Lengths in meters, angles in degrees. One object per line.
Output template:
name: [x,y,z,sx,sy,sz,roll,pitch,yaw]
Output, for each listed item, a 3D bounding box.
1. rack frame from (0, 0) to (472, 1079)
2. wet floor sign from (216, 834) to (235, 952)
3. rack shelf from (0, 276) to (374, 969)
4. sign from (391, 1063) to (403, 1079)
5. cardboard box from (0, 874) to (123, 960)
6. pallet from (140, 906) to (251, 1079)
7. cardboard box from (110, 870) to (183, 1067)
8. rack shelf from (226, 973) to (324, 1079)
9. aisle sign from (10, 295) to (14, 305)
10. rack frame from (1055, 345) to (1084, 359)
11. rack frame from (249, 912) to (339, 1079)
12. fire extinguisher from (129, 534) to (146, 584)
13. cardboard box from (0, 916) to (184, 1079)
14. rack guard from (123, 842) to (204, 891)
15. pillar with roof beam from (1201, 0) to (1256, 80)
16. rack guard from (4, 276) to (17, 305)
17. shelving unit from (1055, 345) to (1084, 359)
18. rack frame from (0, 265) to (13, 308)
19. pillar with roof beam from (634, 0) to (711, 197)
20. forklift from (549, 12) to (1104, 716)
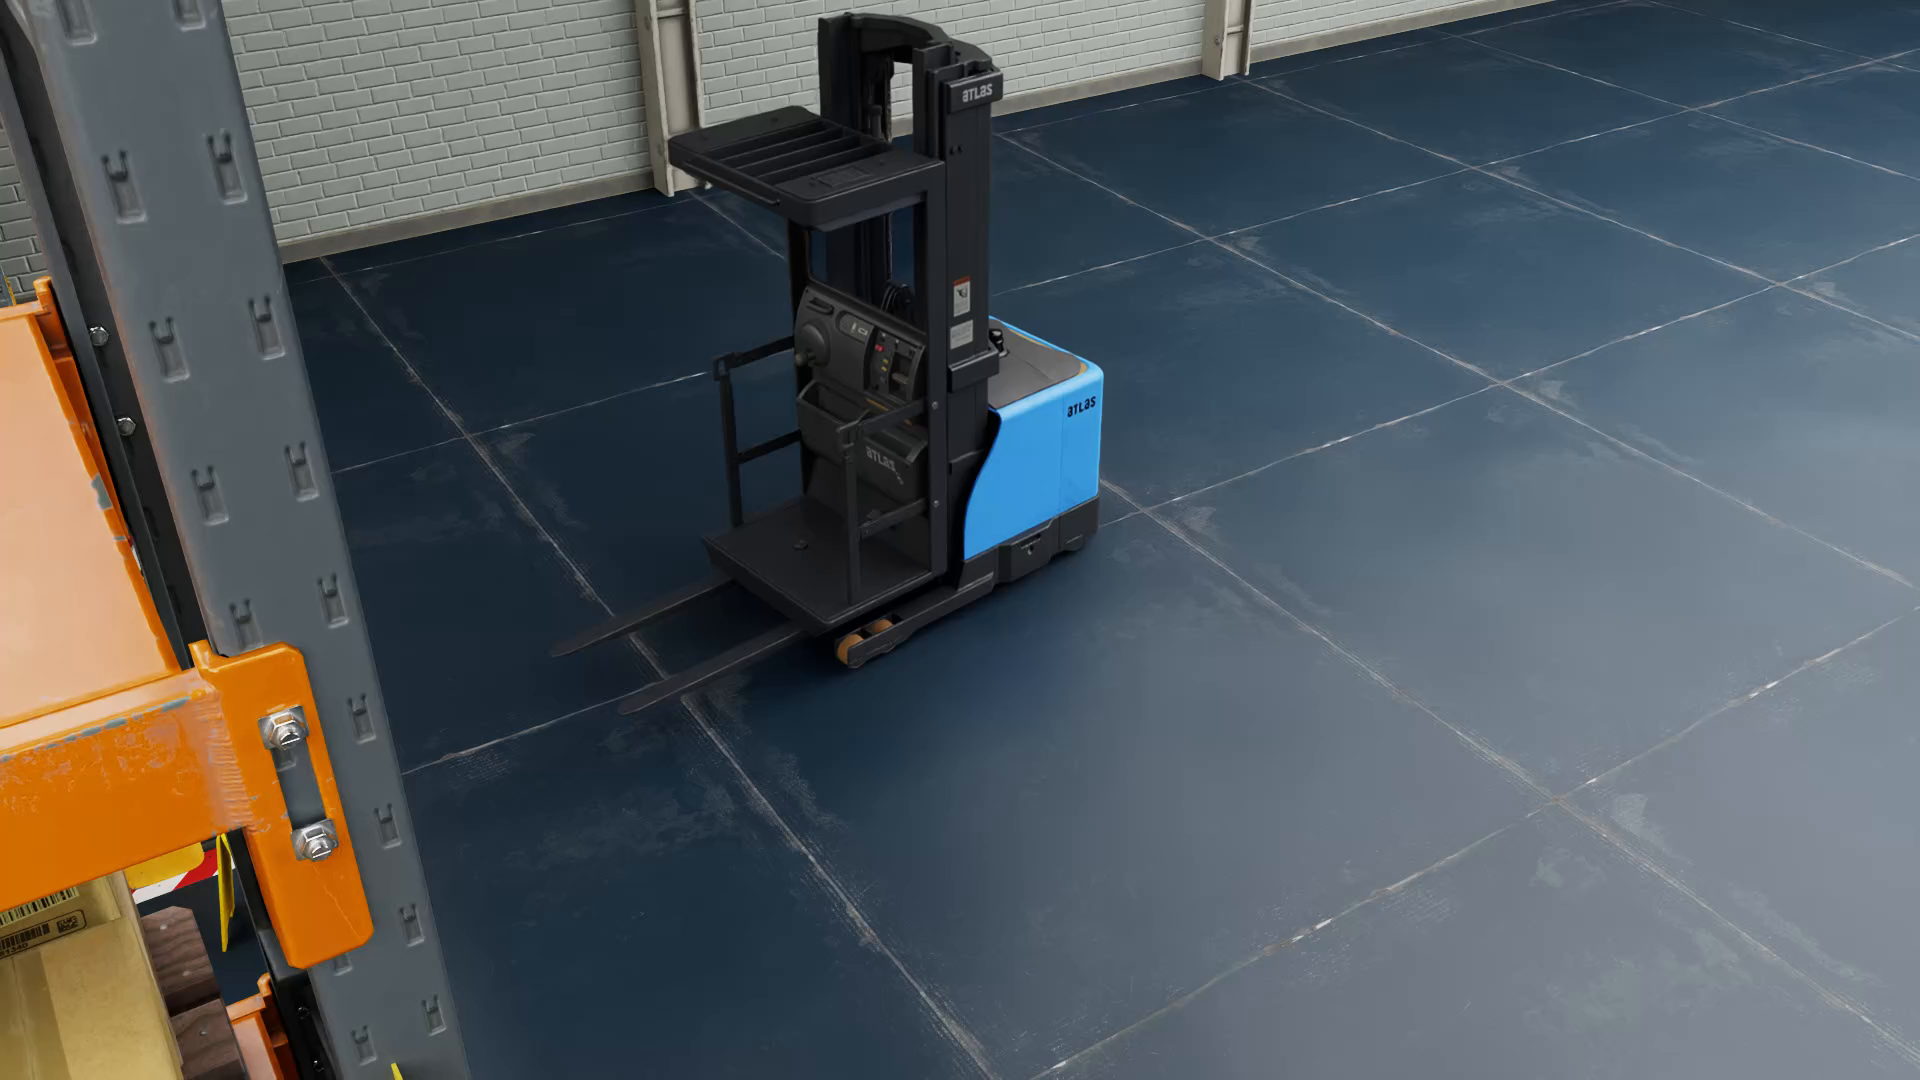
rack frame: [-0.870,-0.454,1.656,0.127,3.000,1.000,-19,37,-27]
wet floor sign: [-2.898,1.314,6.684,0.232,0.644,0.267,-7,33,-11]
rack shelf: [-2.551,0.598,1.038,4.000,0.370,1.077,-19,37,-27]
sign: [-0.588,0.721,1.849,0.005,0.325,0.100,-19,37,-27]
cardboard box: [-1.415,0.557,2.240,0.500,0.250,0.500,-19,37,-27]
pallet: [-1.488,1.072,2.133,1.213,0.211,1.003,-19,37,-27]
cardboard box: [-1.332,0.657,2.456,0.250,0.149,0.380,-19,37,-27]
rack shelf: [-2.551,1.698,1.732,4.000,0.370,1.077,-19,37,-27]
aisle sign: [-3.428,-1.094,5.858,0.004,0.787,0.394,-19,37,-27]
rack frame: [0.611,-0.680,9.607,0.006,0.900,0.240,-26,40,-34]
rack frame: [-0.870,2.084,3.257,0.127,3.000,1.000,-19,37,-27]
fire extinguisher: [-3.291,0.100,6.475,0.183,0.674,0.296,-19,37,-27]
cardboard box: [-0.970,0.614,1.776,0.250,0.149,0.380,-19,37,-27]
rack guard: [-3.701,0.972,7.361,0.348,0.500,1.175,-19,37,-27]
pillar with roof beam: [5.015,-6.610,11.416,0.400,9.000,9.100,-19,37,-27]
rack guard: [-6.310,-1.281,10.934,0.348,0.500,1.175,-19,37,-27]
shelving unit: [0.536,-0.644,9.549,0.210,0.900,0.258,-26,40,-34]
rack frame: [-3.637,-0.107,6.729,0.127,3.000,1.000,-19,37,-27]
pillar with roof beam: [-0.028,-4.876,8.666,0.400,9.000,9.100,-19,37,-27]
forklift: [-0.655,-0.912,8.071,3.031,2.935,1.130,-26,40,-34]
